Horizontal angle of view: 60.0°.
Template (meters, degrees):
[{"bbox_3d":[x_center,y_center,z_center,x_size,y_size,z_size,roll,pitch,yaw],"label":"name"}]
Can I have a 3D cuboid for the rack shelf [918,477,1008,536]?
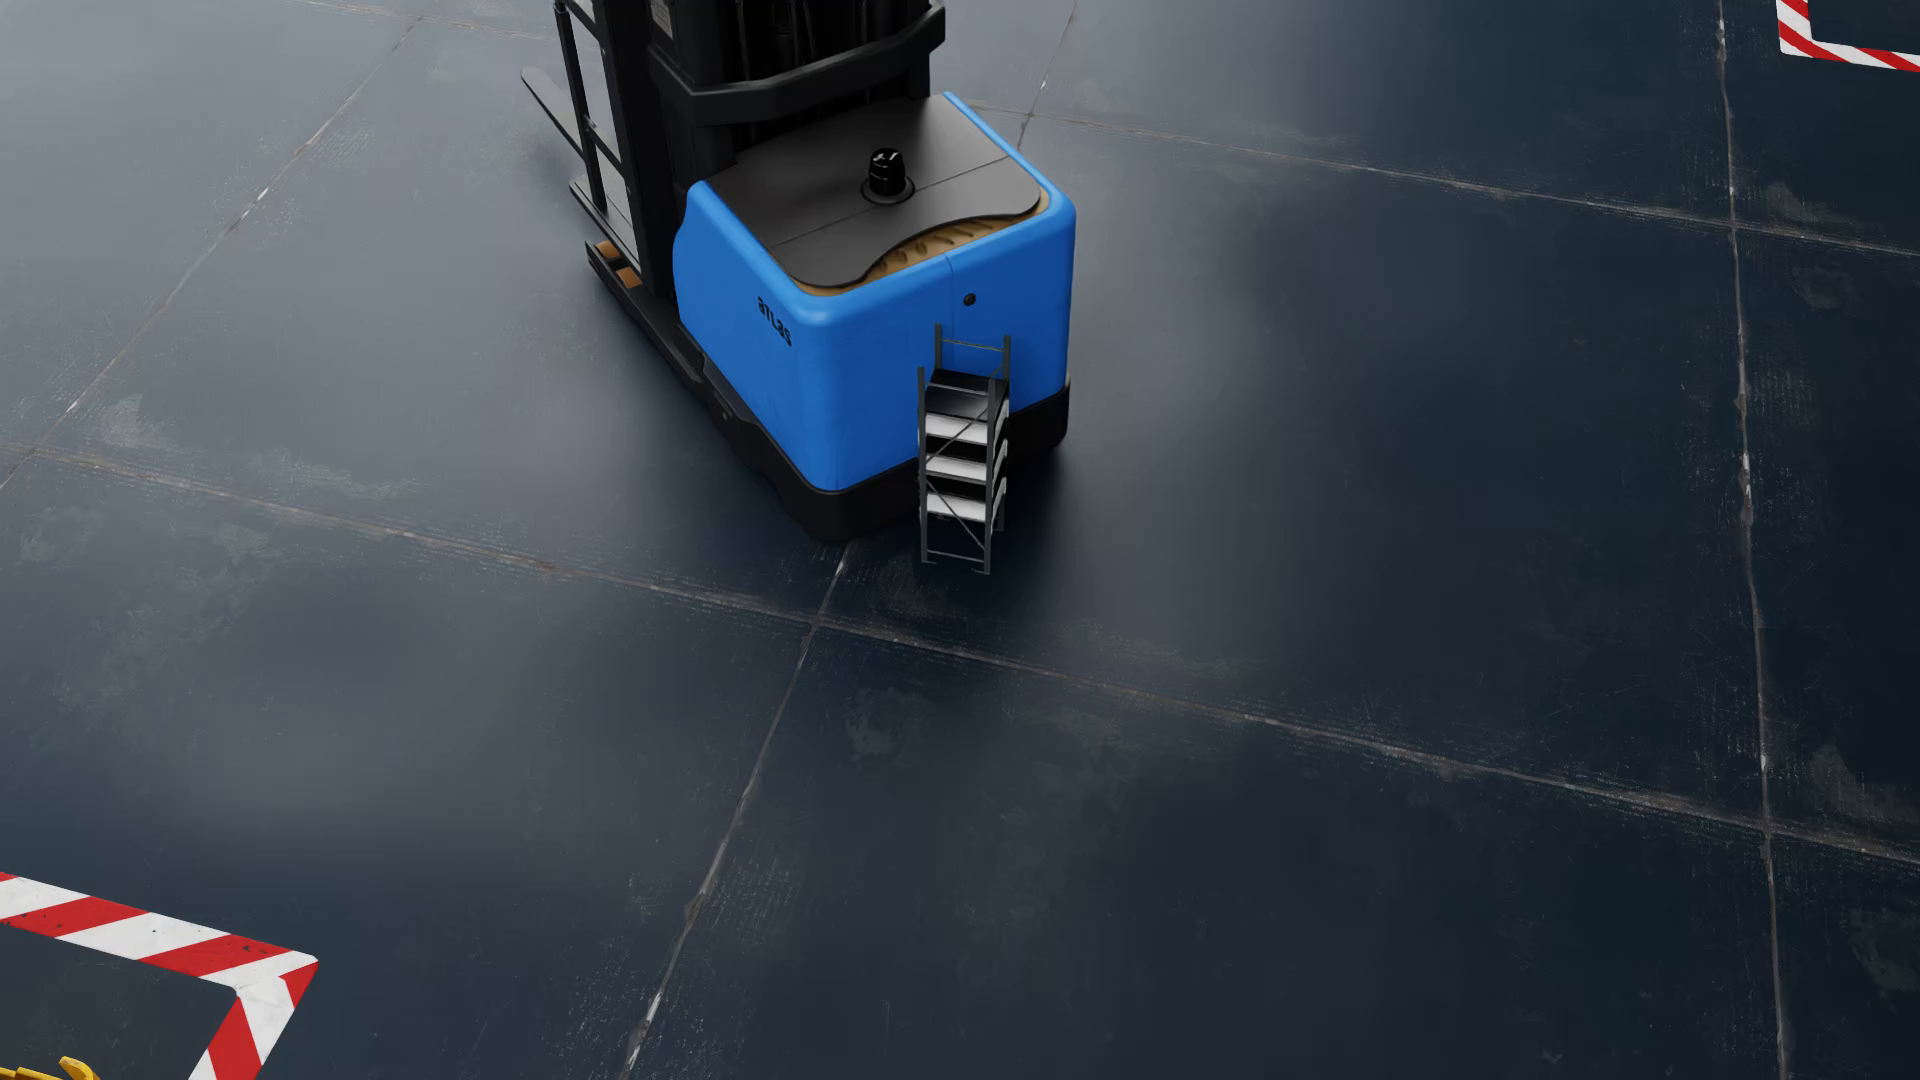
[{"bbox_3d":[0.011,-0.135,5.553,0.258,0.077,0.200,11,49,9],"label":"rack shelf"}]

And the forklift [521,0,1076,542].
[{"bbox_3d":[-0.826,-2.053,5.607,1.130,2.935,3.031,-25,53,-21],"label":"forklift"}]

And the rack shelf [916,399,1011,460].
[{"bbox_3d":[0.013,-0.373,5.283,0.258,0.077,0.200,11,49,9],"label":"rack shelf"}]

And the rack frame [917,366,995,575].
[{"bbox_3d":[-0.013,-0.202,5.327,0.240,0.900,0.006,11,49,9],"label":"rack frame"}]

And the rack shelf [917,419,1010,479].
[{"bbox_3d":[0.012,-0.314,5.350,0.258,0.077,0.200,11,49,9],"label":"rack shelf"}]

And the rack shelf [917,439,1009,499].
[{"bbox_3d":[0.012,-0.254,5.418,0.258,0.077,0.200,11,49,9],"label":"rack shelf"}]

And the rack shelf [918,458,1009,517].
[{"bbox_3d":[0.012,-0.195,5.485,0.258,0.077,0.200,11,49,9],"label":"rack shelf"}]

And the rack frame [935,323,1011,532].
[{"bbox_3d":[0.037,-0.350,5.458,0.240,0.900,0.006,11,49,9],"label":"rack frame"}]

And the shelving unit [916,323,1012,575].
[{"bbox_3d":[0.012,-0.276,5.393,0.258,0.900,0.210,11,49,9],"label":"shelving unit"}]

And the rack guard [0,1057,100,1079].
[{"bbox_3d":[-2.651,1.437,4.149,1.175,0.500,0.348,12,50,10],"label":"rack guard"}]

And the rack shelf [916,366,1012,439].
[{"bbox_3d":[0.013,-0.432,5.215,0.258,0.077,0.200,11,49,9],"label":"rack shelf"}]
